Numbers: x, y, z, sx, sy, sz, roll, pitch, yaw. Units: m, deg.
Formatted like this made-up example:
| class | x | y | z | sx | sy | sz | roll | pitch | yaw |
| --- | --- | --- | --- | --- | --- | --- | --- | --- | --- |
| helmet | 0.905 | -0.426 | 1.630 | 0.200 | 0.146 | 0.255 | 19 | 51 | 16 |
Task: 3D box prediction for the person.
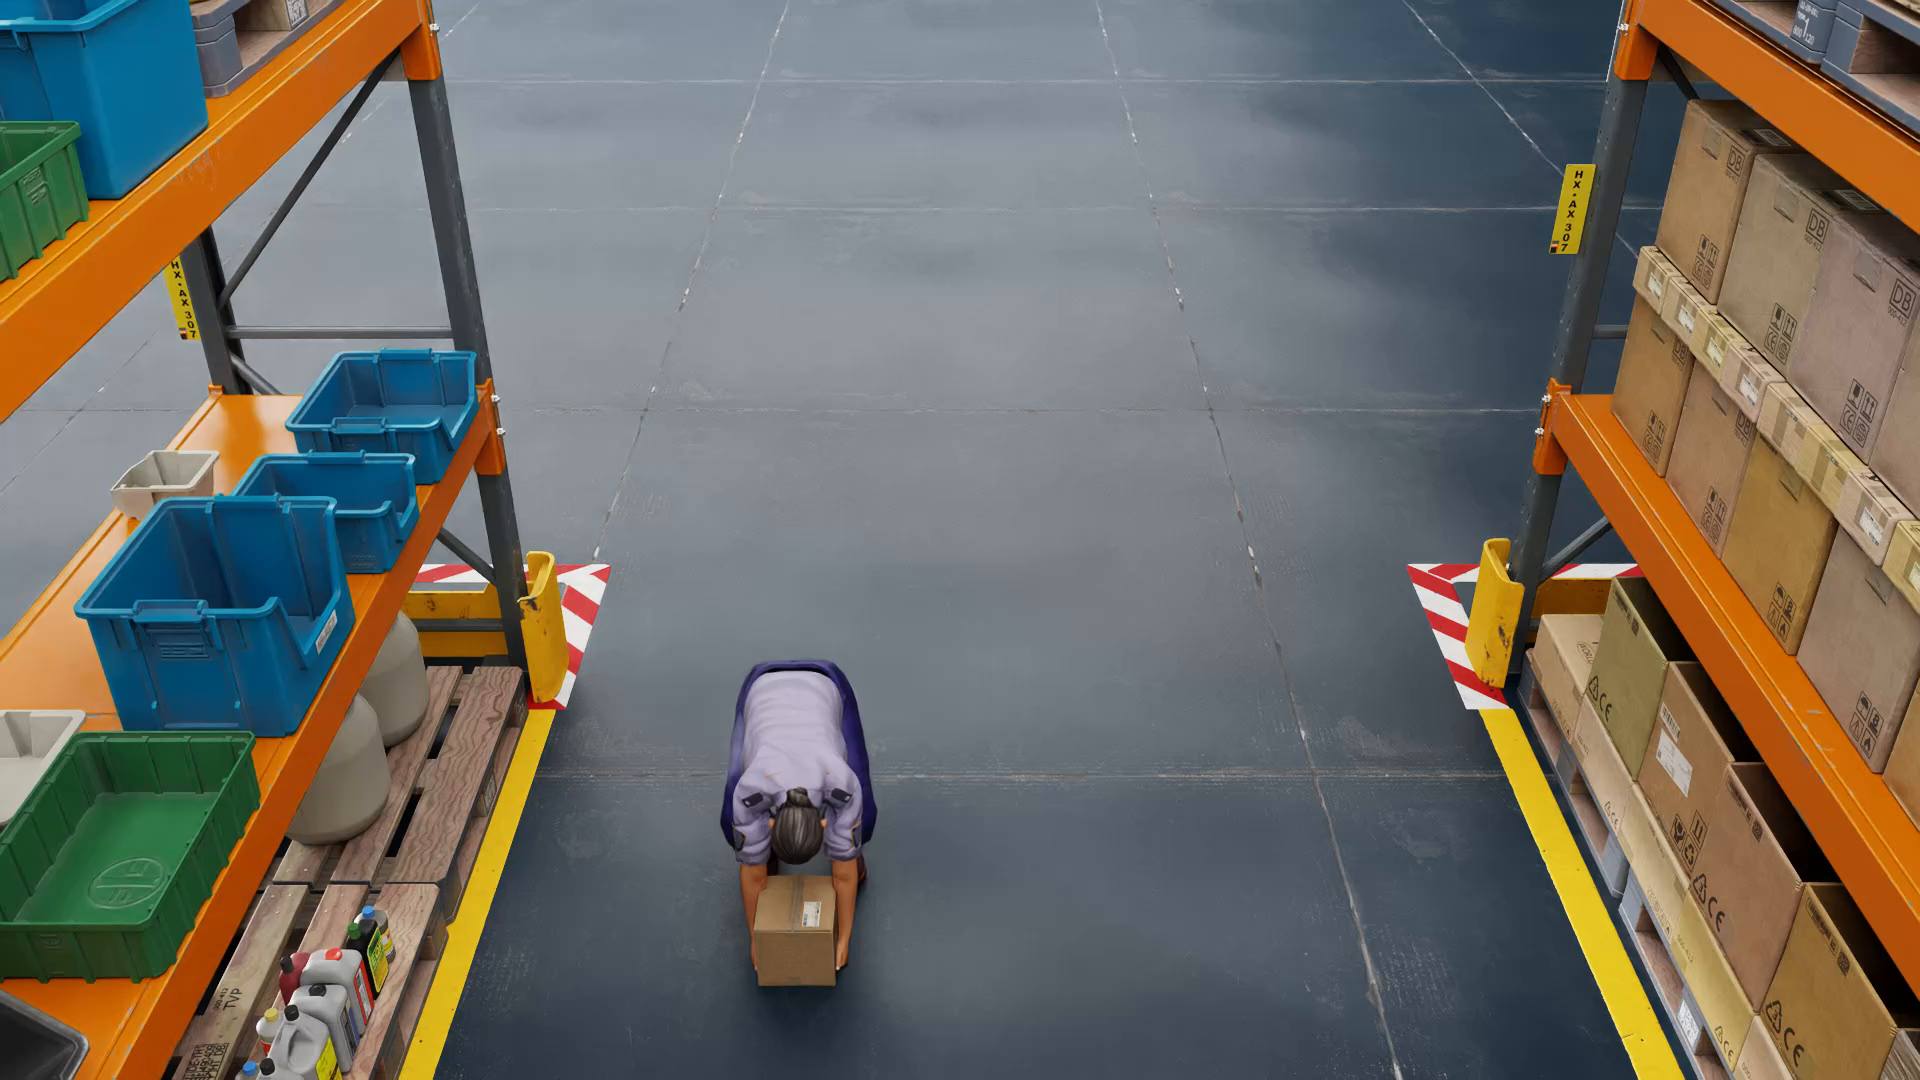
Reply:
| class | x | y | z | sx | sy | sz | roll | pitch | yaw |
| --- | --- | --- | --- | --- | --- | --- | --- | --- | --- |
| person | -0.538 | 0.422 | 5.461 | 0.544 | 1.651 | 0.371 | -1 | 32 | -2 |
